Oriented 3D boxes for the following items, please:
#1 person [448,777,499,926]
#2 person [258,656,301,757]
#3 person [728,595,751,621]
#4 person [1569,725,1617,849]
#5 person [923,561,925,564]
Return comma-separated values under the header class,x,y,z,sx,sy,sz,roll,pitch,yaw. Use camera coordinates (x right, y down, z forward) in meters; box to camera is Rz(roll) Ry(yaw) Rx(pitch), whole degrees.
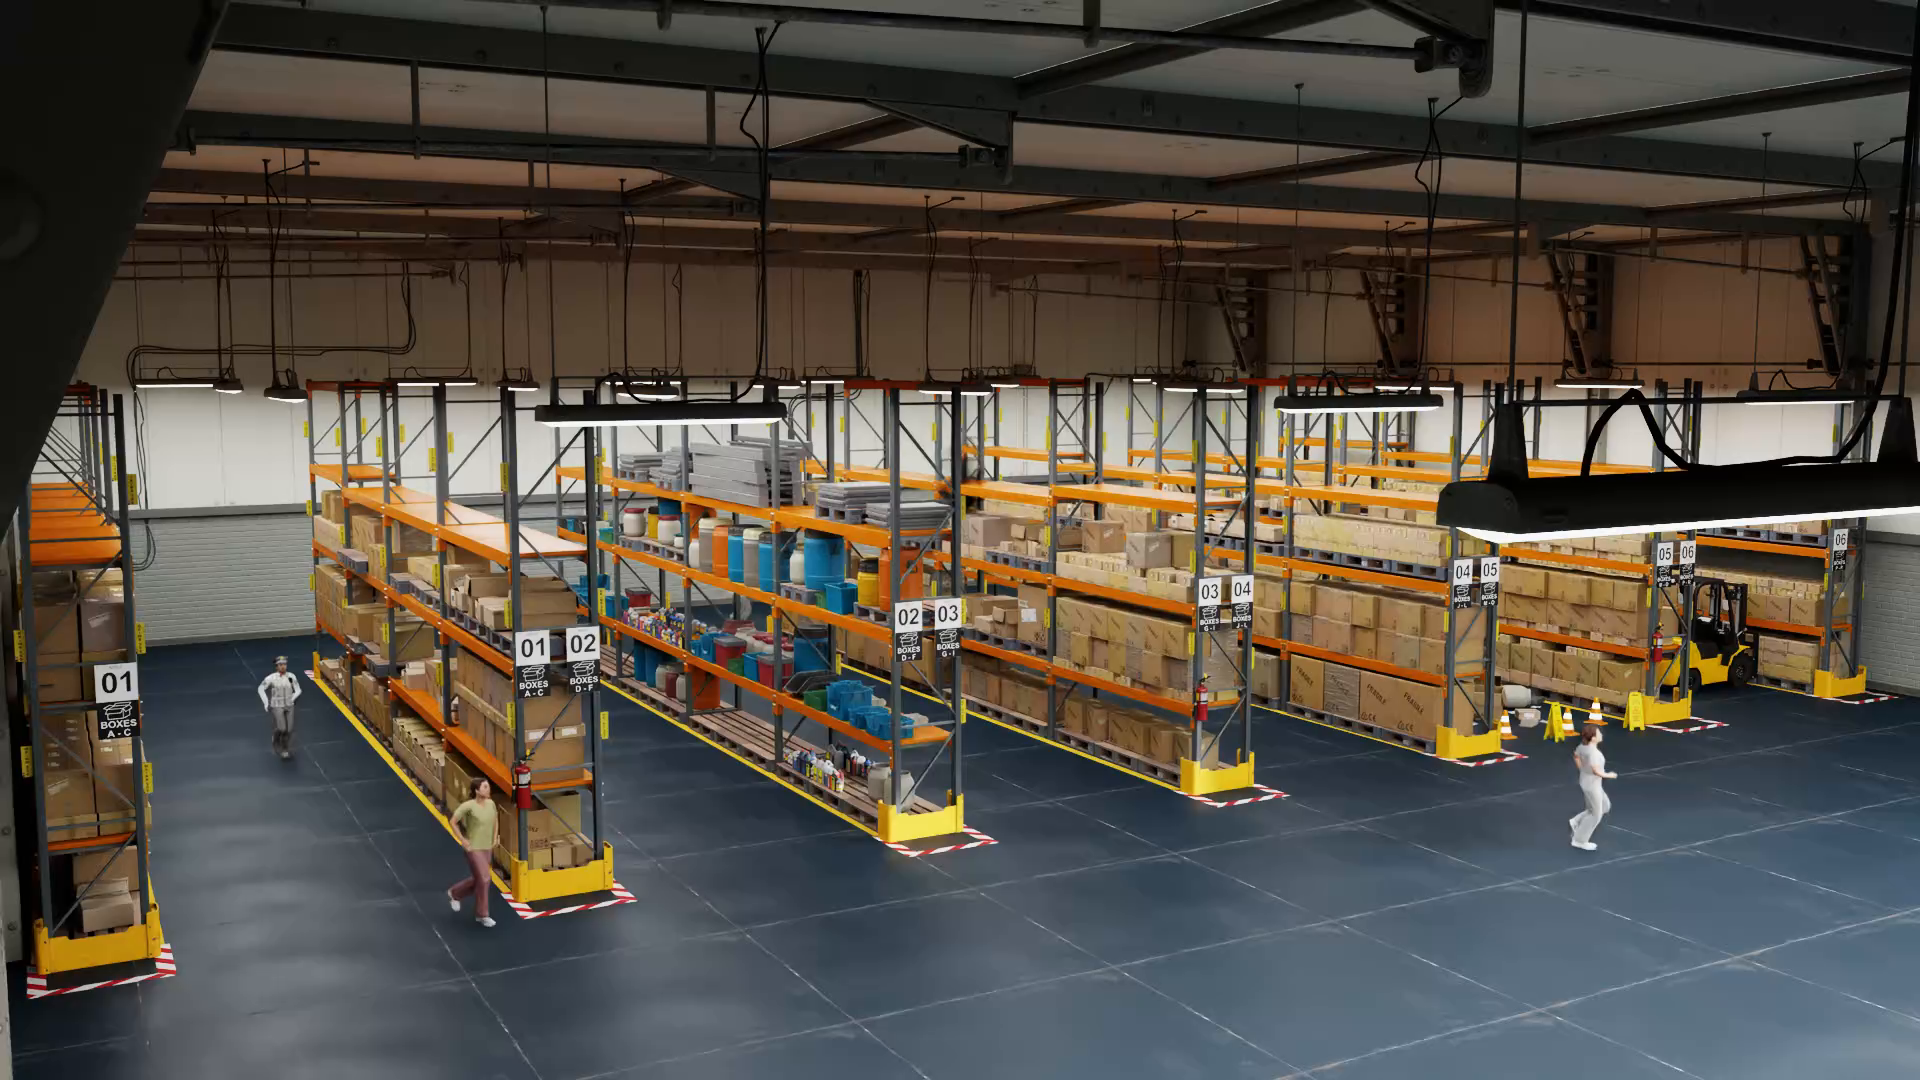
class,x,y,z,sx,sy,sz,roll,pitch,yaw
person,-5.515,3.512,18.956,0.752,1.660,0.593,4,7,31
person,-10.825,2.677,26.597,0.607,1.650,0.559,-5,8,-40
person,-5.187,1.287,39.406,0.605,1.718,0.697,-2,6,-15
person,8.260,3.335,21.685,0.542,1.393,0.612,1,6,8
person,-1.109,1.279,39.985,0.713,1.621,0.604,-1,6,-5
